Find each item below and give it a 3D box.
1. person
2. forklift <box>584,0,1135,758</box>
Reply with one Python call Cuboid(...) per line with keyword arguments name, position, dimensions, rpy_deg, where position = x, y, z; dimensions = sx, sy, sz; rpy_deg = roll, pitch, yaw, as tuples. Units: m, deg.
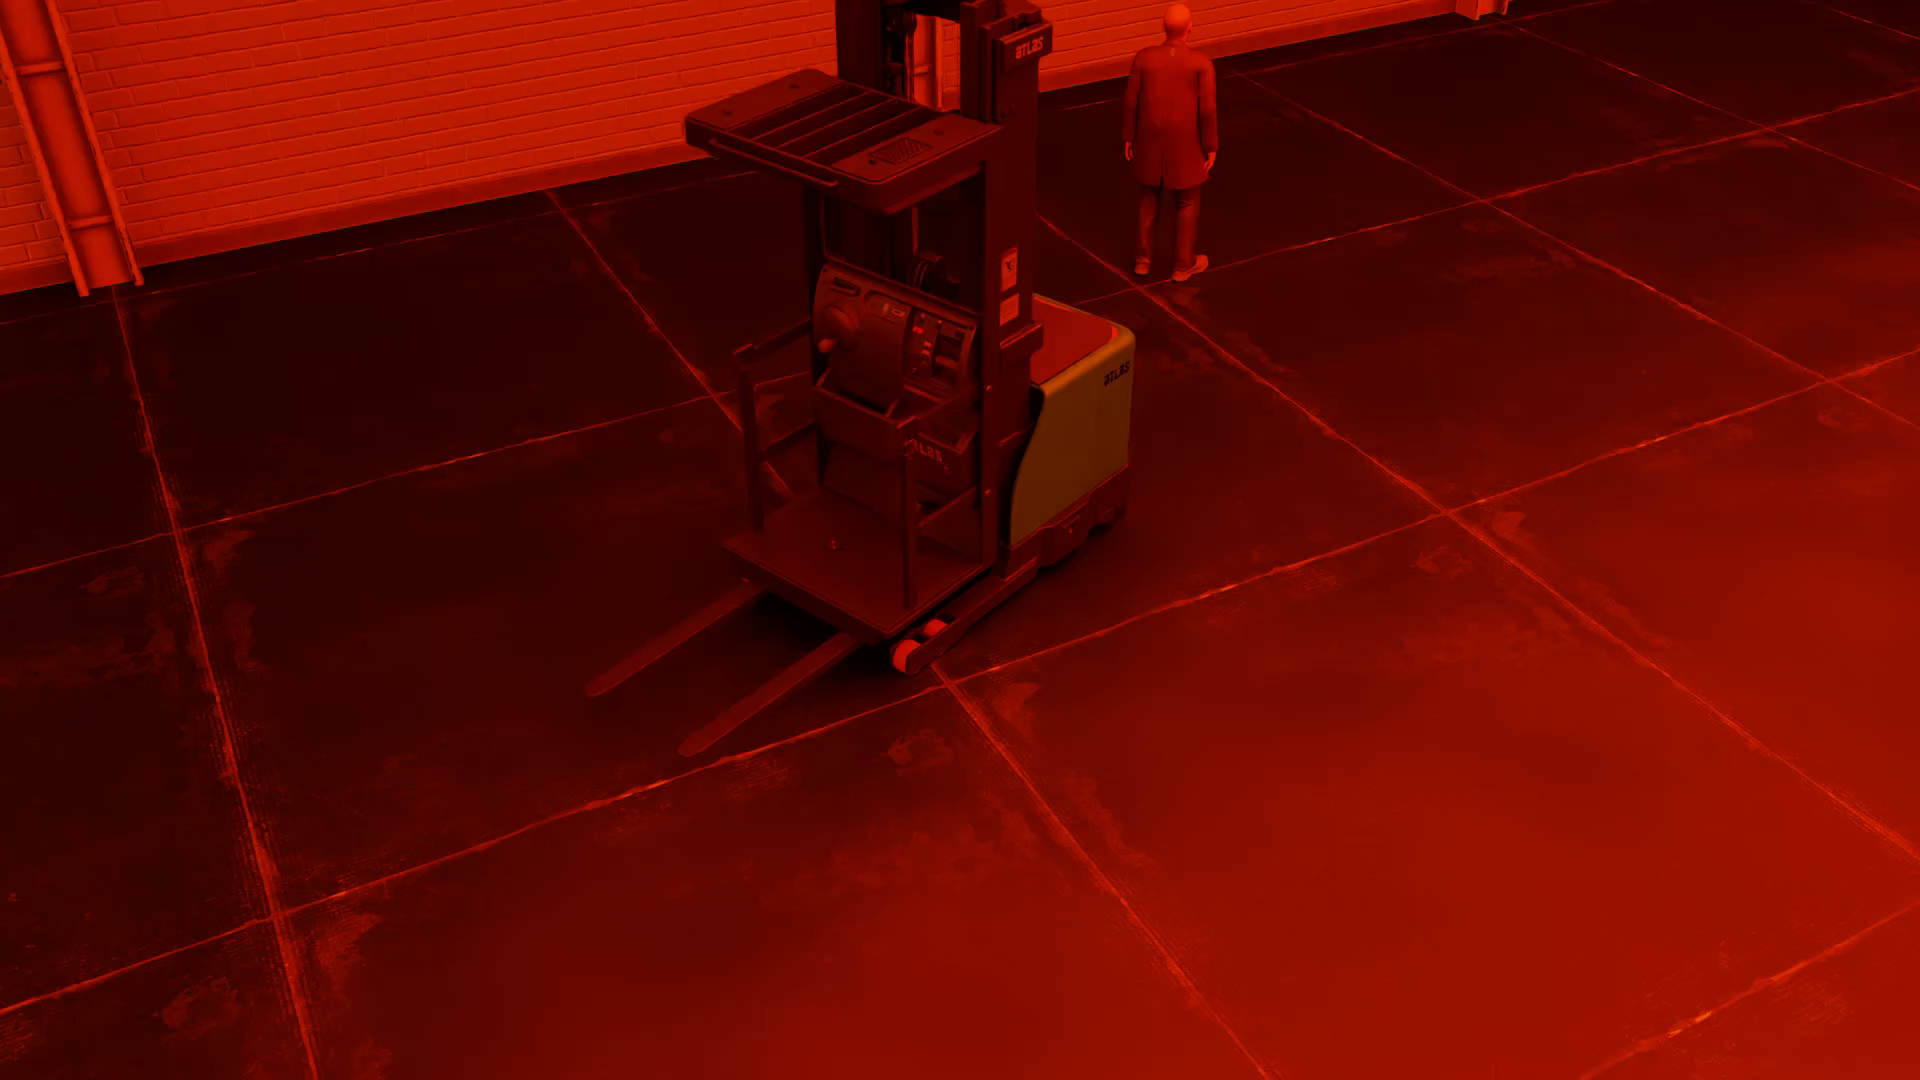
Cuboid(name="person", position=(1.366, -2.568, 10.760), dimensions=(0.599, 1.772, 0.389), rpy_deg=(13, 37, 18))
Cuboid(name="forklift", position=(-0.437, -0.868, 7.406), dimensions=(1.129, 2.867, 3.031), rpy_deg=(26, 43, 31))
